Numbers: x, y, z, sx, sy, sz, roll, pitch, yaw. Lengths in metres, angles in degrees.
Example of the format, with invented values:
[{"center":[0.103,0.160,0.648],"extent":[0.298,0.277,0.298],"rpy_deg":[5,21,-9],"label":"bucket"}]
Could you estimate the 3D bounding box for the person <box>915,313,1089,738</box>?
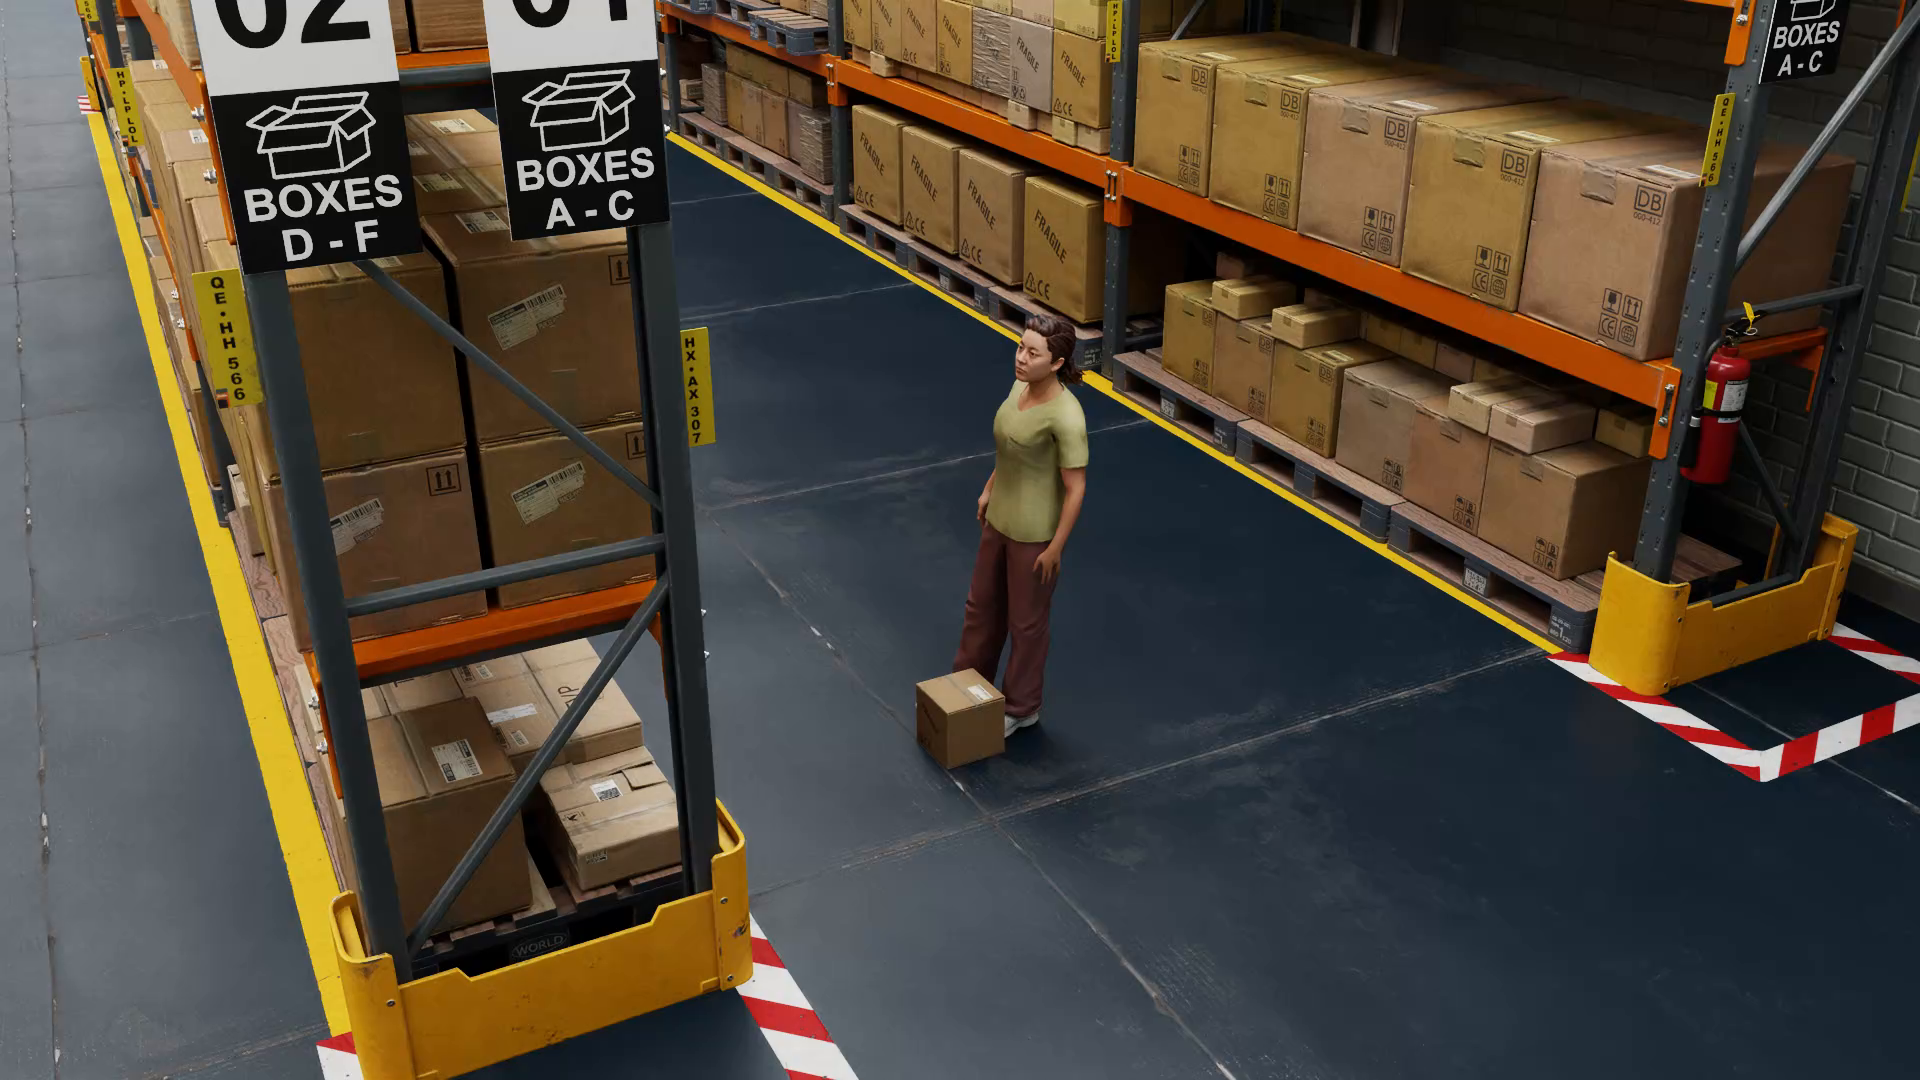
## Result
[{"center":[0.178,-0.027,6.146],"extent":[0.548,1.674,0.552],"rpy_deg":[-13,28,-25],"label":"person"}]
